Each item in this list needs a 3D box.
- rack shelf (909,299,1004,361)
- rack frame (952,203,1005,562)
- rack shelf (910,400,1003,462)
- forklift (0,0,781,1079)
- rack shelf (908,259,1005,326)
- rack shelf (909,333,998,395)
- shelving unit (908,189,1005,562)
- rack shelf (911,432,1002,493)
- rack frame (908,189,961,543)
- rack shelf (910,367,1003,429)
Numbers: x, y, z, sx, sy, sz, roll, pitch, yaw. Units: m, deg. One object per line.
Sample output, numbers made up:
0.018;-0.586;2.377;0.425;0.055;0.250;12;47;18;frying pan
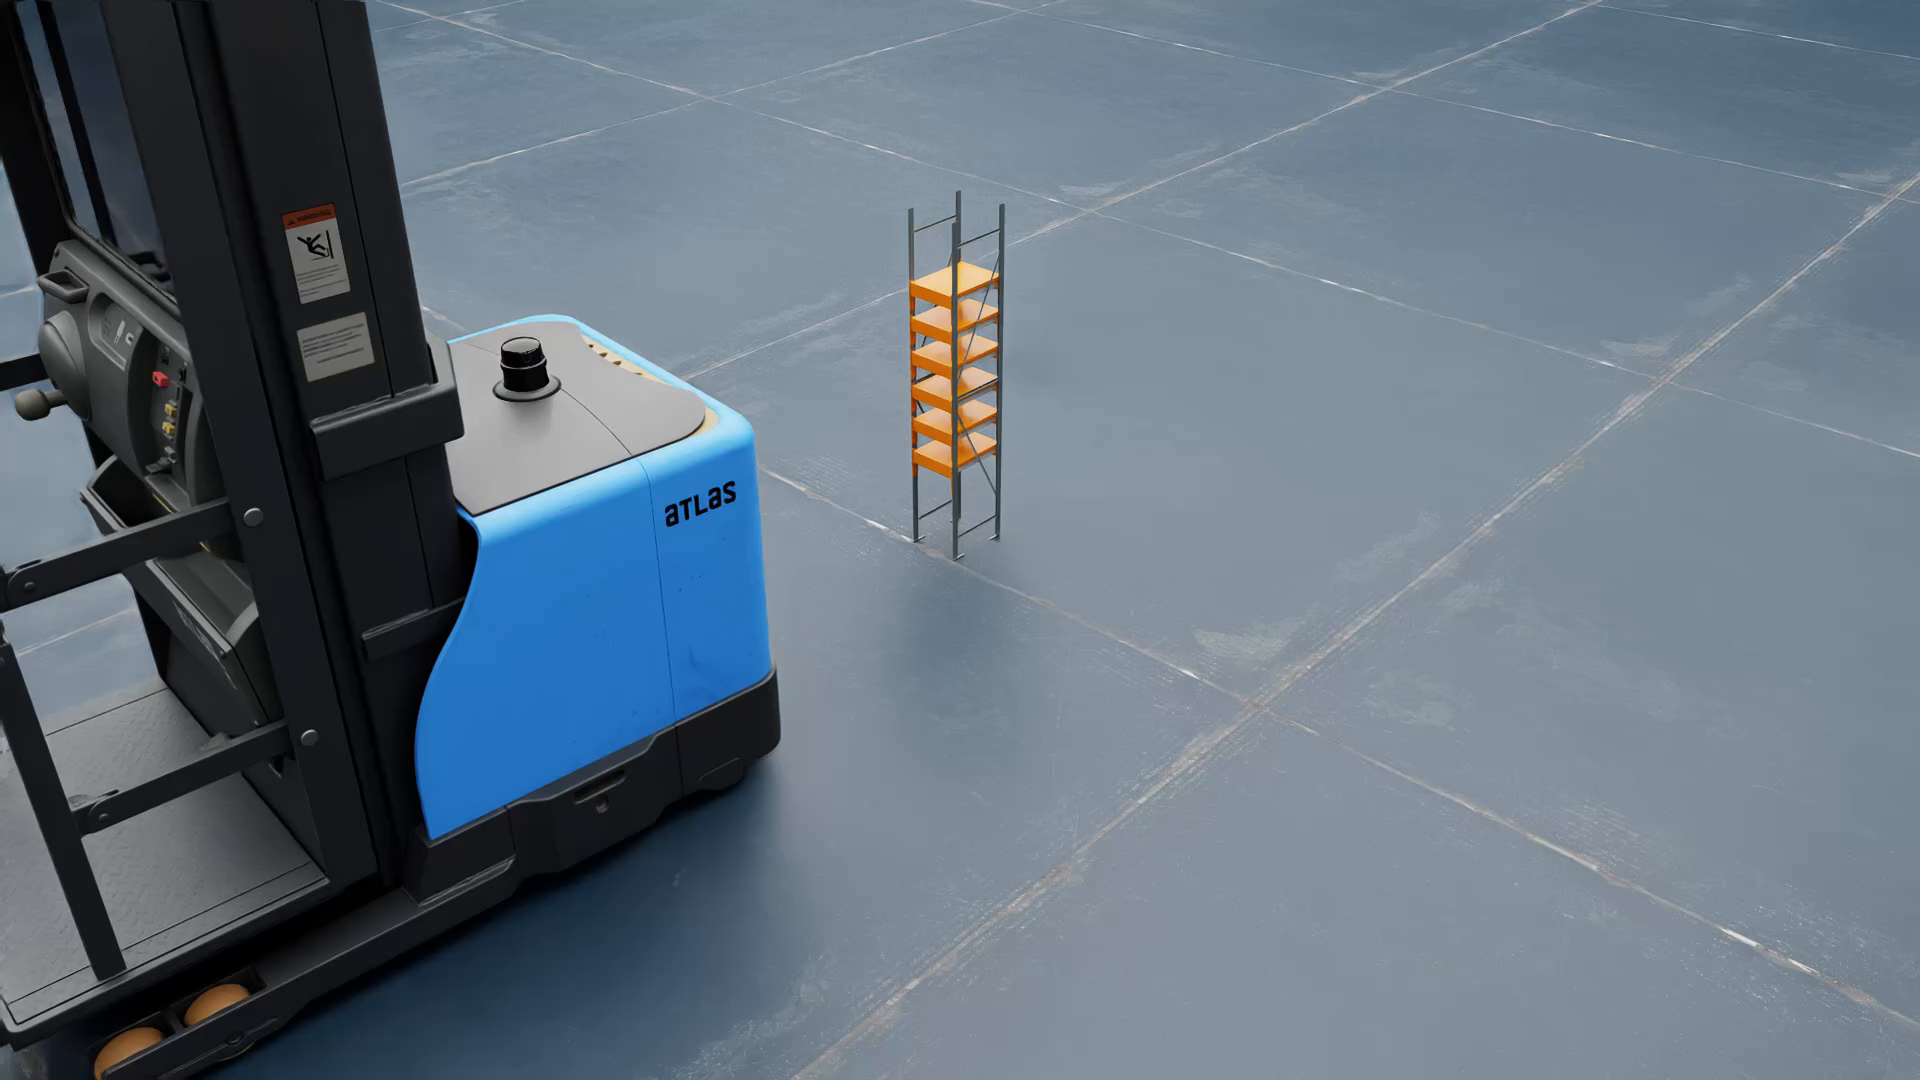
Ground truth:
-0.011;-0.687;5.348;0.180;0.103;0.258;25;39;35;rack shelf
0.057;-0.487;5.396;0.006;1.200;0.240;25;39;35;rack frame
-0.011;-0.378;5.534;0.180;0.103;0.258;25;39;35;rack shelf
-1.938;-0.313;3.428;3.031;2.935;1.130;-25;39;-35;forklift
-0.011;-0.789;5.286;0.180;0.103;0.258;25;39;35;rack shelf
-0.011;-0.584;5.410;0.180;0.103;0.258;25;39;35;rack shelf
-0.011;-0.519;5.449;0.189;1.200;0.258;25;39;35;shelving unit
-0.011;-0.275;5.596;0.180;0.103;0.258;25;39;35;rack shelf
-0.079;-0.551;5.501;0.006;1.200;0.240;25;39;35;rack frame
-0.011;-0.481;5.472;0.180;0.103;0.258;25;39;35;rack shelf
